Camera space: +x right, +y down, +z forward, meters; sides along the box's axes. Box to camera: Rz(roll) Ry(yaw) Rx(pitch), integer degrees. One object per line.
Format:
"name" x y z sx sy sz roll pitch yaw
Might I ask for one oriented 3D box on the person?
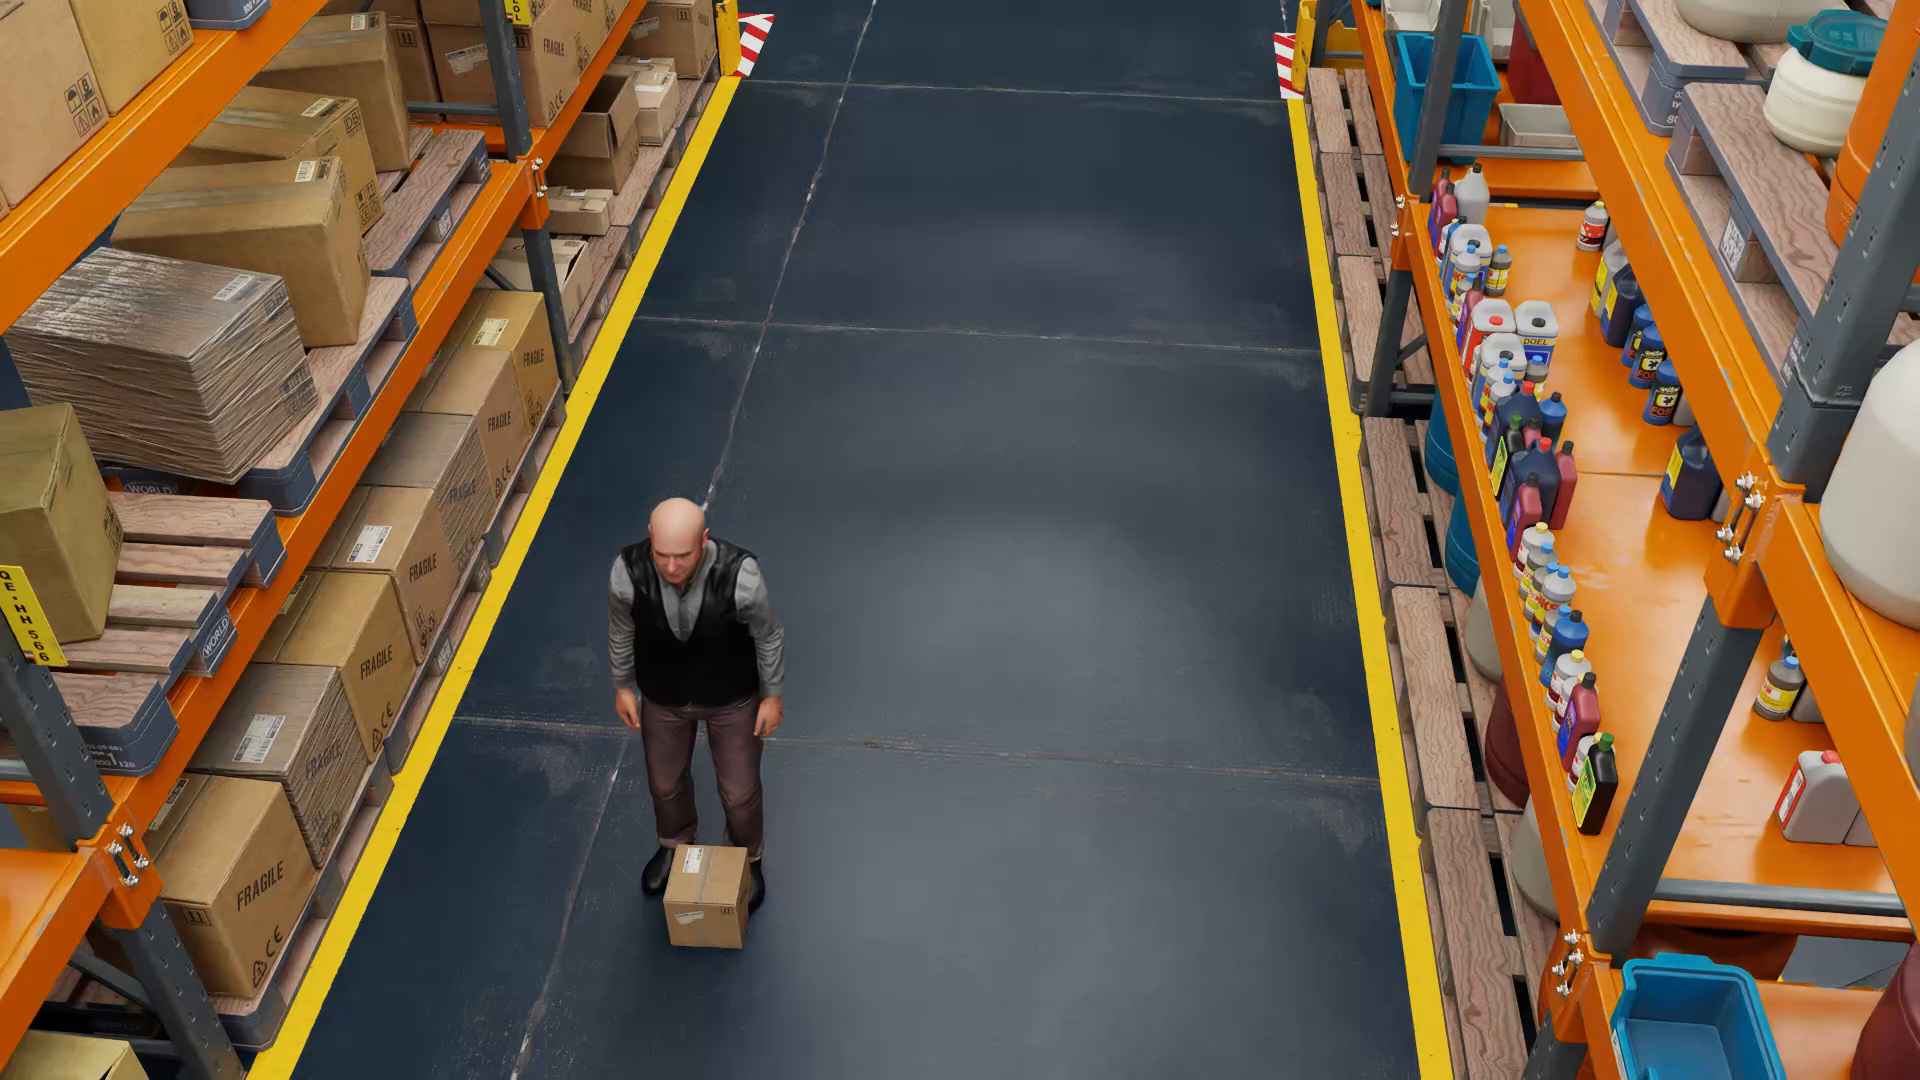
"person" -0.866 0.520 5.551 0.581 1.721 0.461 3 40 4
